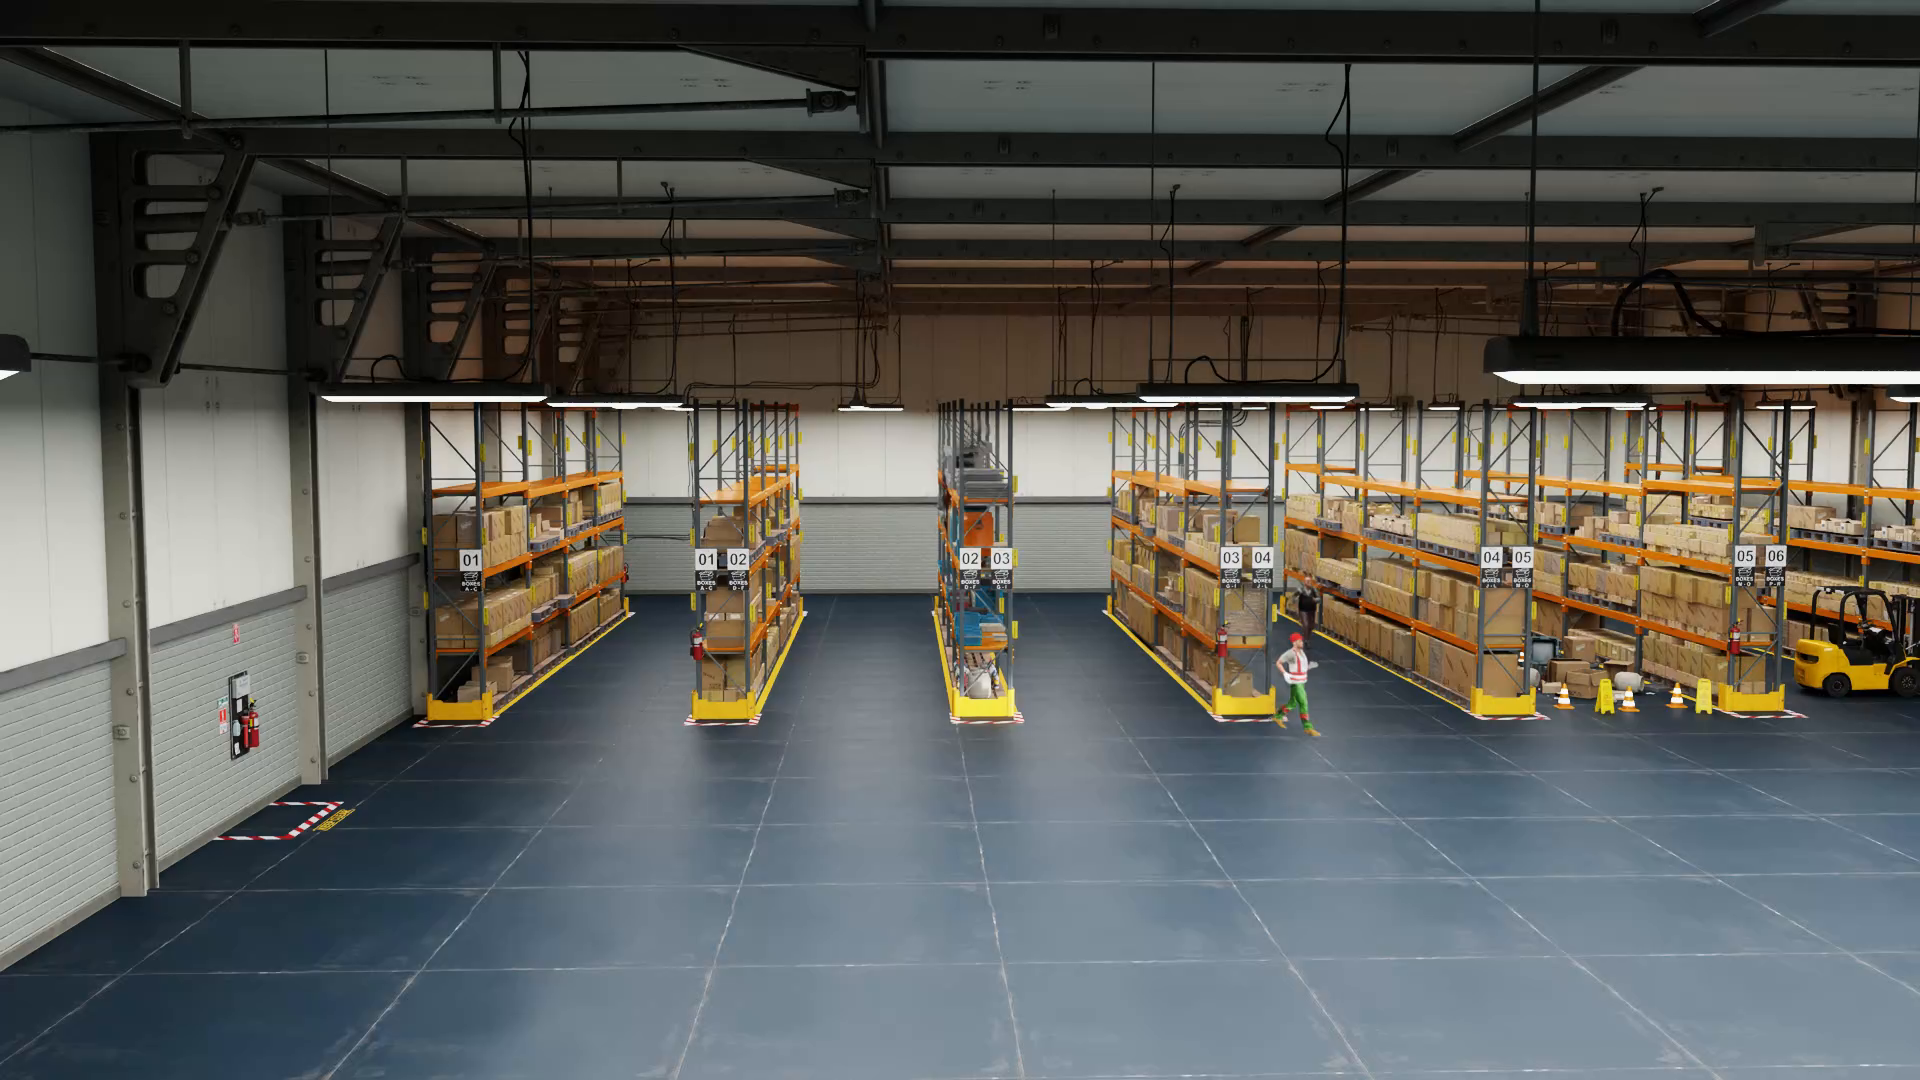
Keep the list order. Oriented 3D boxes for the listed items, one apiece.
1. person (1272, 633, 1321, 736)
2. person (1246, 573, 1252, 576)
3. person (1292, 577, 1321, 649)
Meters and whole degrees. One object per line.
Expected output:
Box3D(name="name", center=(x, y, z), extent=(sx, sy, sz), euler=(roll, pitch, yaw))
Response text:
Box3D(name="person", center=(6.003, 2.547, 29.626), extent=(0.987, 1.783, 0.659), euler=(3, 5, 34))
Box3D(name="person", center=(8.050, 1.324, 46.740), extent=(0.718, 1.731, 0.696), euler=(1, 4, 7))
Box3D(name="person", center=(8.481, 1.757, 40.610), extent=(0.656, 1.707, 0.970), euler=(0, 4, -5))
